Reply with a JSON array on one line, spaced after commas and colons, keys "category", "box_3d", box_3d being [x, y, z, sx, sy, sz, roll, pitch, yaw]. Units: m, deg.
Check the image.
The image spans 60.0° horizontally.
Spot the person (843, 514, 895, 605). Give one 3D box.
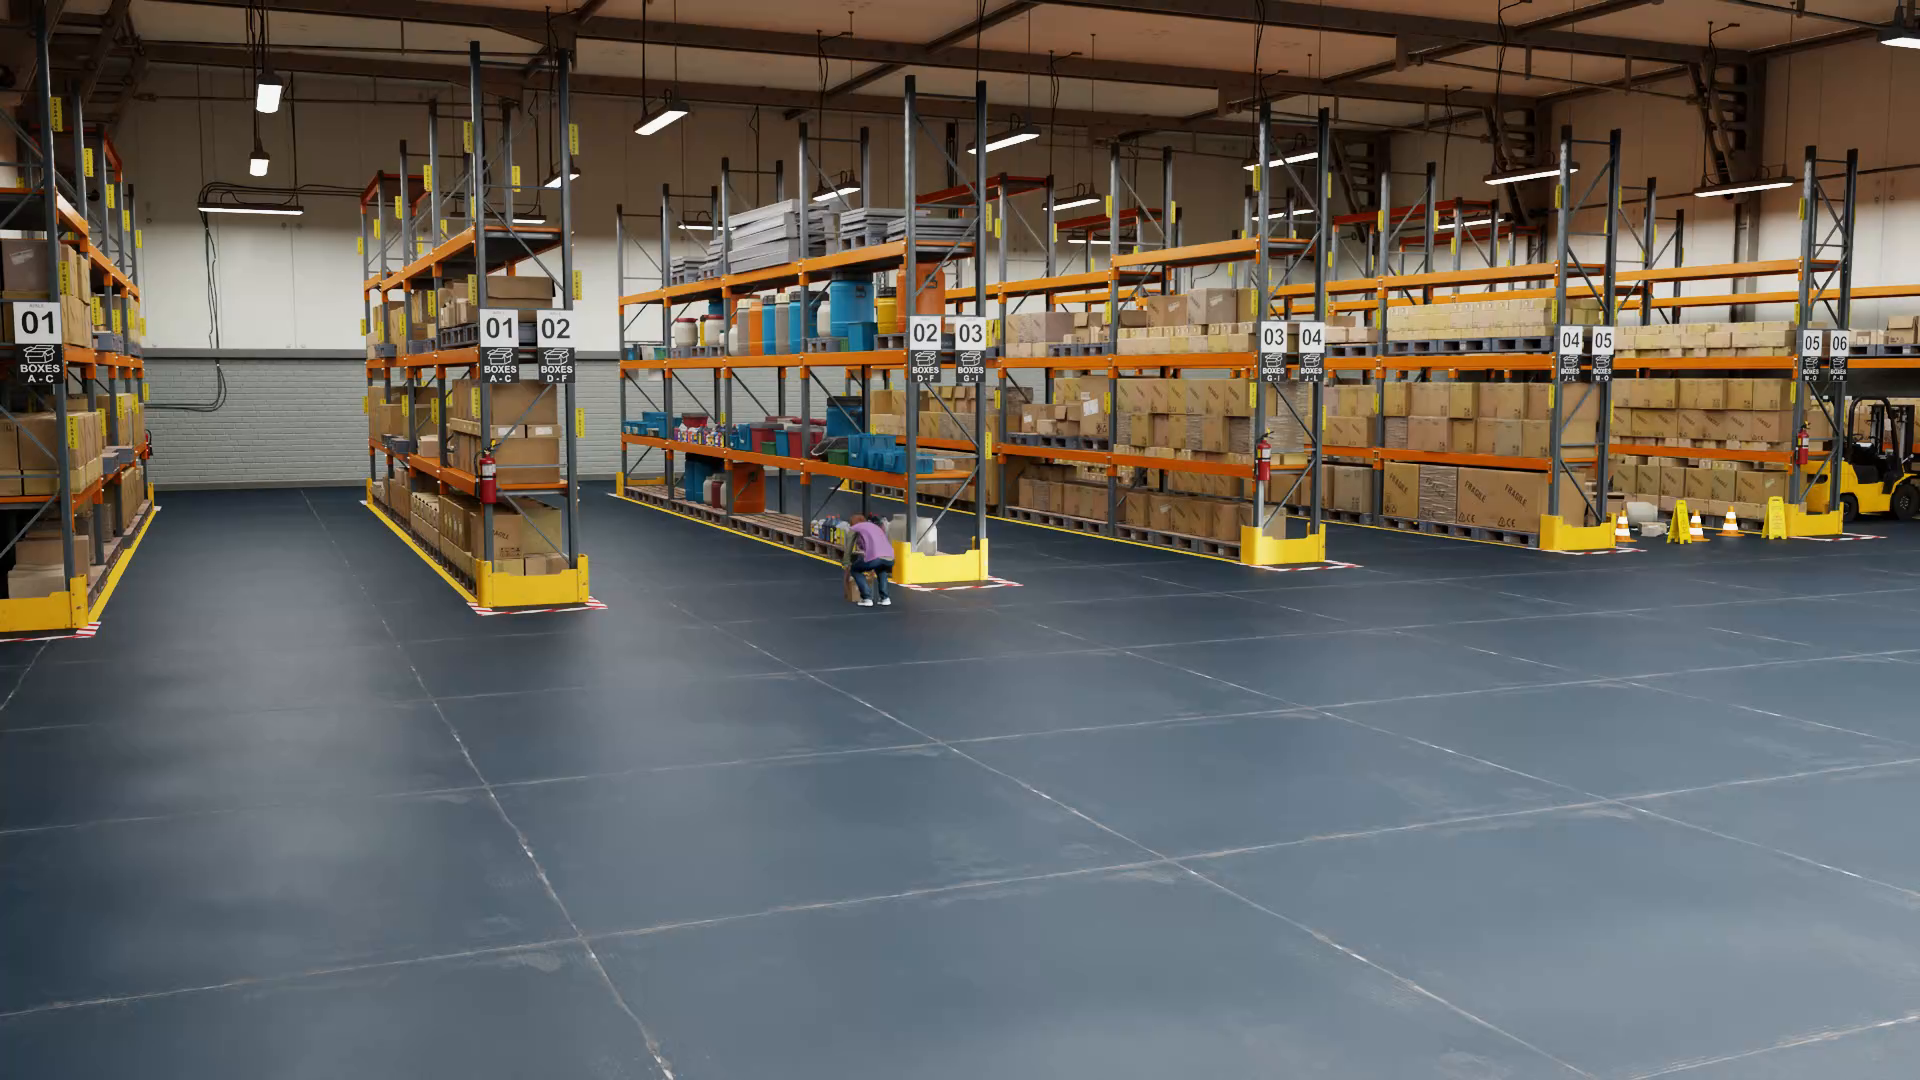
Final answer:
[{"category": "person", "box_3d": [-0.994, 0.222, 18.159, 0.453, 0.973, 0.780, -2, 6, -24]}]
